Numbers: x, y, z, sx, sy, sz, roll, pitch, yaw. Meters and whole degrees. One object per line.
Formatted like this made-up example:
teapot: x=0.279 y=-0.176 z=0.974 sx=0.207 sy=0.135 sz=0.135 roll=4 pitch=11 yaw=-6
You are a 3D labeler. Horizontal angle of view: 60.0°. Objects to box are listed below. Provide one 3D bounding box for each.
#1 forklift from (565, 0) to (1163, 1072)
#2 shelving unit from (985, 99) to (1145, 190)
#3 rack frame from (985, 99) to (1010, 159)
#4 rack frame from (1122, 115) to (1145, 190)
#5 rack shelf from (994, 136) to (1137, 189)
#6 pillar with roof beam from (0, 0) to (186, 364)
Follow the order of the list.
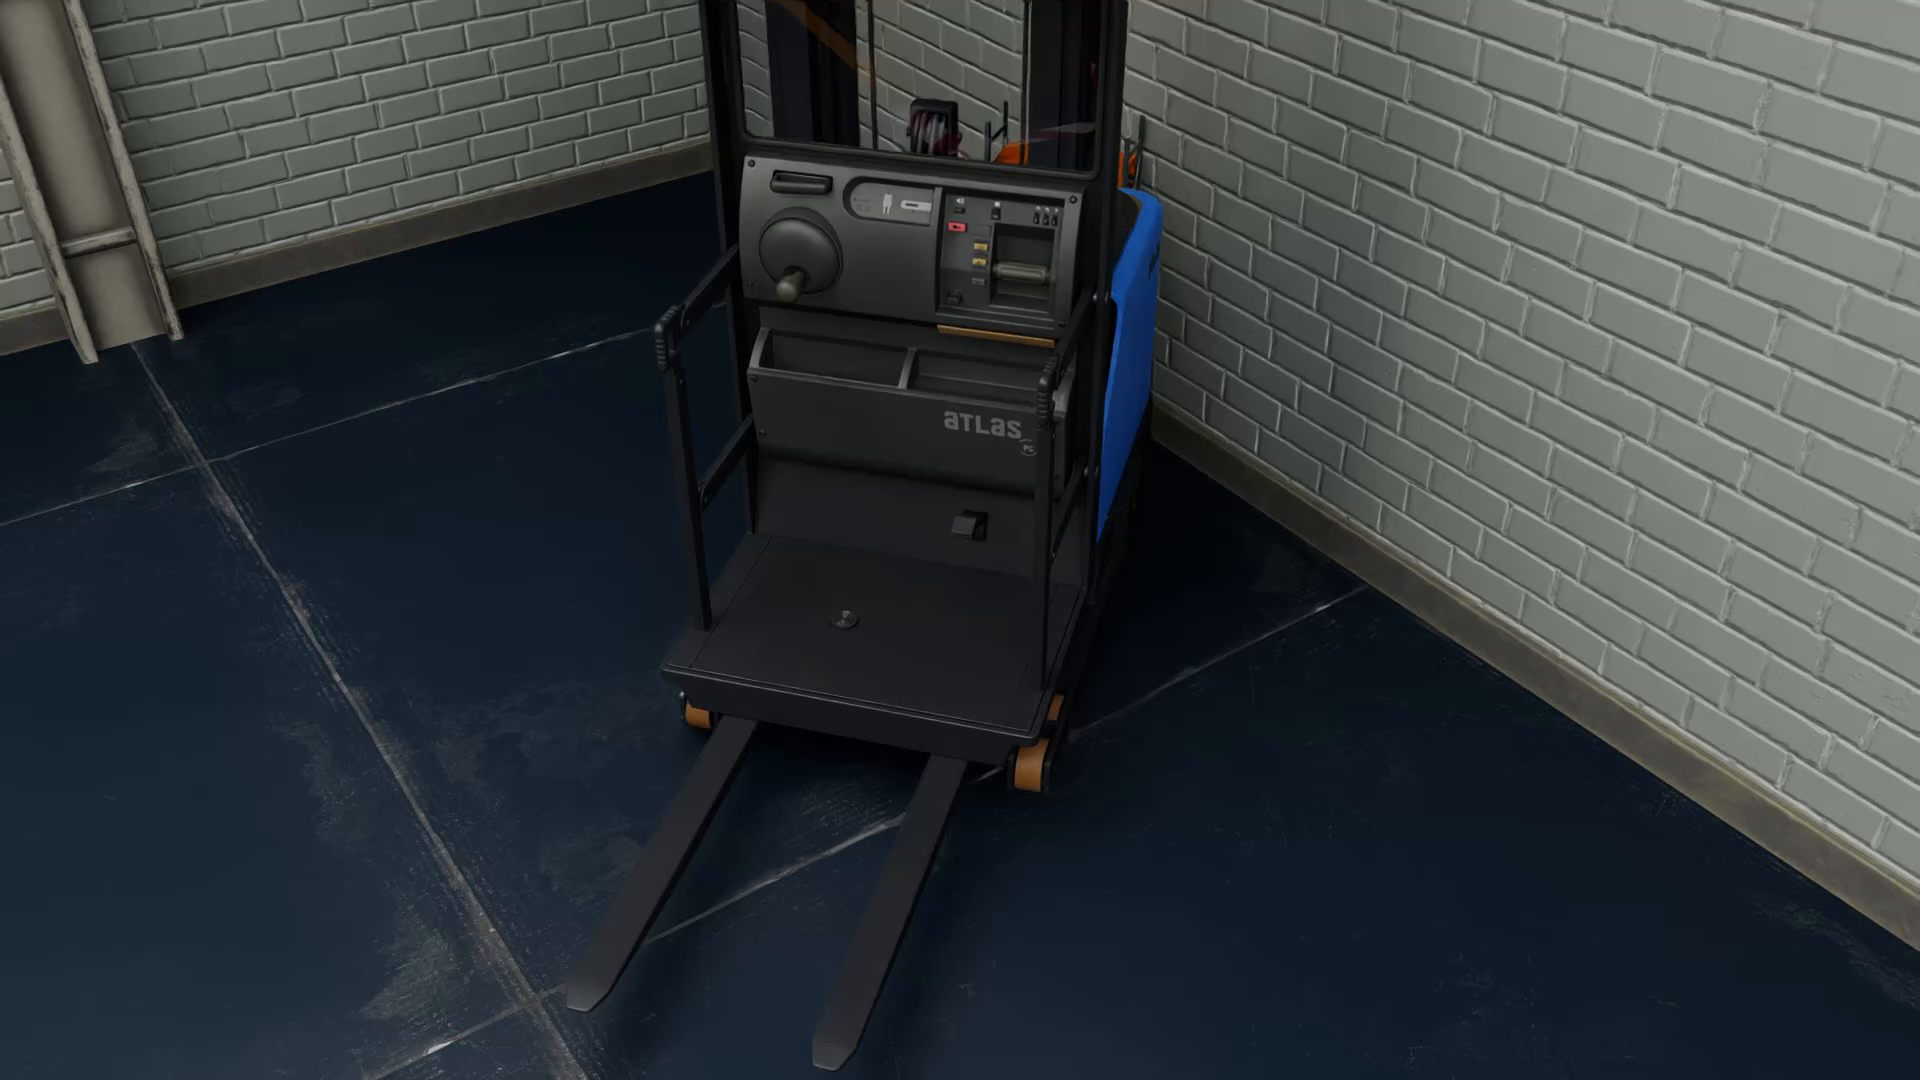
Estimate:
forklift: x=-0.195 y=-0.725 z=4.248 sx=1.130 sy=2.935 sz=3.031 roll=9 pitch=37 yaw=12
shelving unit: x=0.358 y=-0.943 z=6.023 sx=0.503 sy=1.200 sz=0.258 roll=11 pitch=35 yaw=15
rack frame: x=0.126 y=-0.987 z=6.086 sx=0.015 sy=1.200 sz=0.240 roll=11 pitch=35 yaw=15
rack frame: x=0.589 y=-0.899 z=5.960 sx=0.015 sy=1.200 sz=0.240 roll=11 pitch=35 yaw=15
rack shelf: x=0.360 y=-1.271 z=5.806 sx=0.480 sy=0.148 sz=0.258 roll=11 pitch=35 yaw=15
pillar with roof beam: x=-0.993 y=-2.449 z=1.448 sx=0.400 sy=9.000 sz=9.100 roll=-22 pitch=41 yaw=-28
